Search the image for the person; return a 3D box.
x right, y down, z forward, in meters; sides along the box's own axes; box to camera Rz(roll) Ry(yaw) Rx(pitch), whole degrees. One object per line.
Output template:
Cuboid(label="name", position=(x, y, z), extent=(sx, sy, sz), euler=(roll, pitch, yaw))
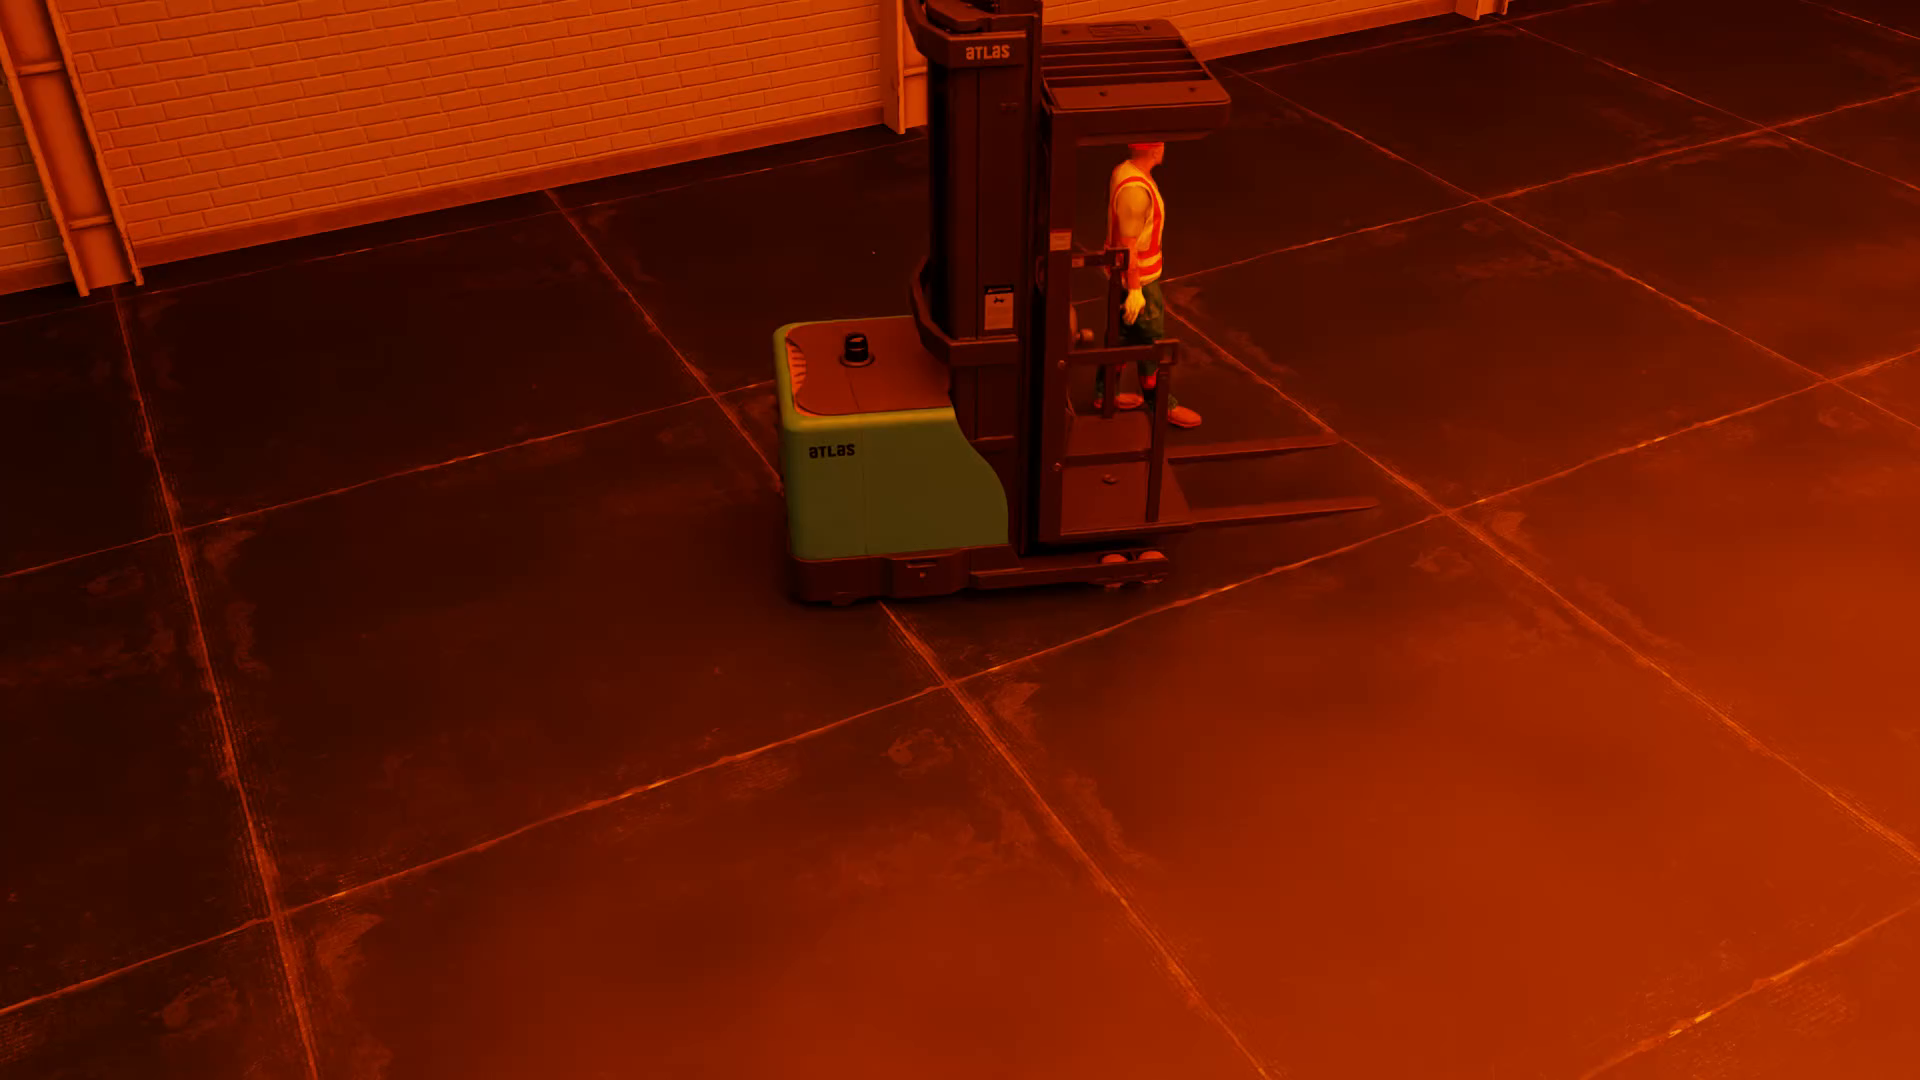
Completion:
Cuboid(label="person", position=(1.082, -1.489, 9.241), extent=(0.614, 1.777, 0.733), euler=(-1, 35, -1))

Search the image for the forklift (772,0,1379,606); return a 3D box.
Cuboid(label="forklift", position=(0.607, -1.257, 7.901), extent=(3.031, 2.935, 1.130), euler=(-5, 36, -7))
